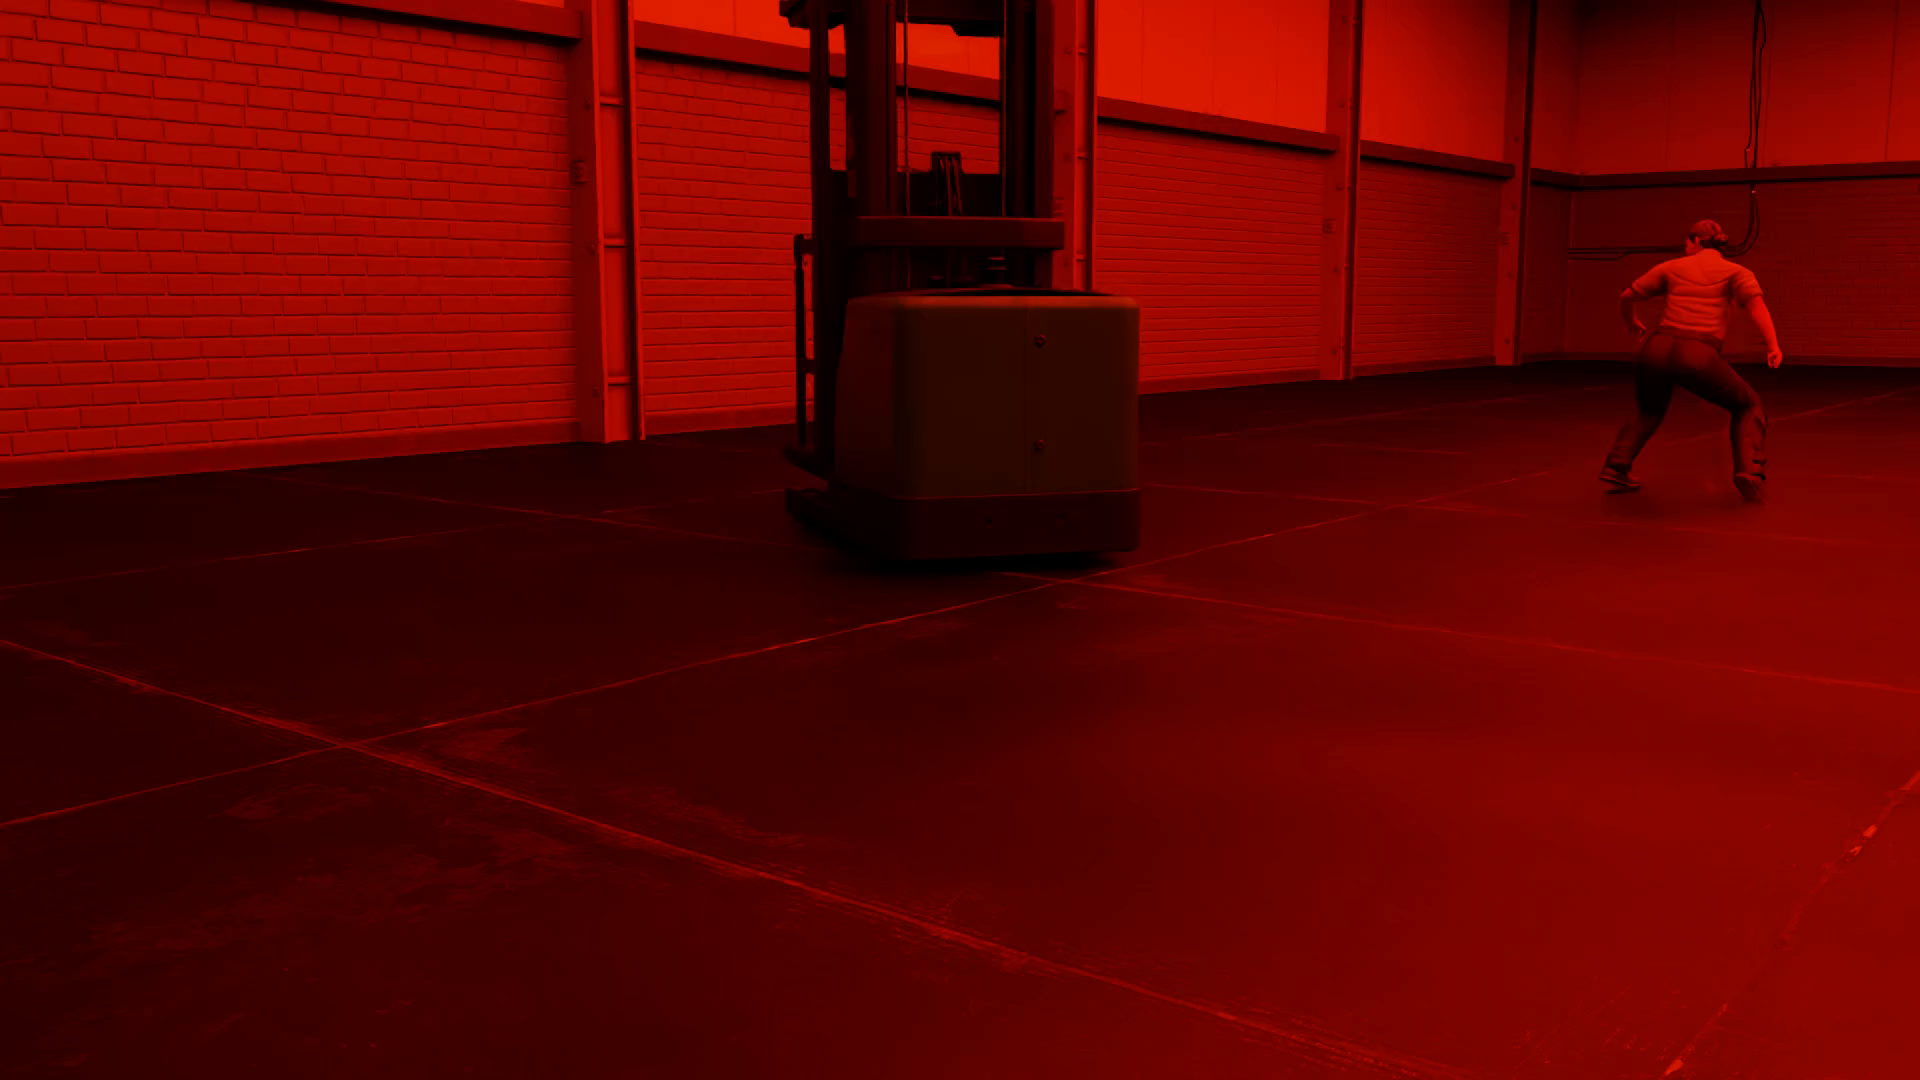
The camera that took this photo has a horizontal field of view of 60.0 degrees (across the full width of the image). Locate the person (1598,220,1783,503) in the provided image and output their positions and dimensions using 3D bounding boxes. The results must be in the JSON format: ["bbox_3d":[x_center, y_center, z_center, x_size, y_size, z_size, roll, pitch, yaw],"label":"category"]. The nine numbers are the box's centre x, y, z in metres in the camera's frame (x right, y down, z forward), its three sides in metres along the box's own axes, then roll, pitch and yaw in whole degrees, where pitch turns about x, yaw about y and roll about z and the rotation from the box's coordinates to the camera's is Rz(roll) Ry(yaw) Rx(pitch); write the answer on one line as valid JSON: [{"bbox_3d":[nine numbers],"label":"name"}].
[{"bbox_3d":[3.982,-0.923,8.944,0.523,1.579,0.961,-8,12,-44],"label":"person"}]

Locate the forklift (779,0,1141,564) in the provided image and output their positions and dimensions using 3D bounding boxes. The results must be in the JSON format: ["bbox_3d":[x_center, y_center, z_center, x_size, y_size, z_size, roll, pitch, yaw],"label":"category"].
[{"bbox_3d":[-0.209,-1.530,7.736,1.130,2.935,3.031,-3,9,-18],"label":"forklift"}]
